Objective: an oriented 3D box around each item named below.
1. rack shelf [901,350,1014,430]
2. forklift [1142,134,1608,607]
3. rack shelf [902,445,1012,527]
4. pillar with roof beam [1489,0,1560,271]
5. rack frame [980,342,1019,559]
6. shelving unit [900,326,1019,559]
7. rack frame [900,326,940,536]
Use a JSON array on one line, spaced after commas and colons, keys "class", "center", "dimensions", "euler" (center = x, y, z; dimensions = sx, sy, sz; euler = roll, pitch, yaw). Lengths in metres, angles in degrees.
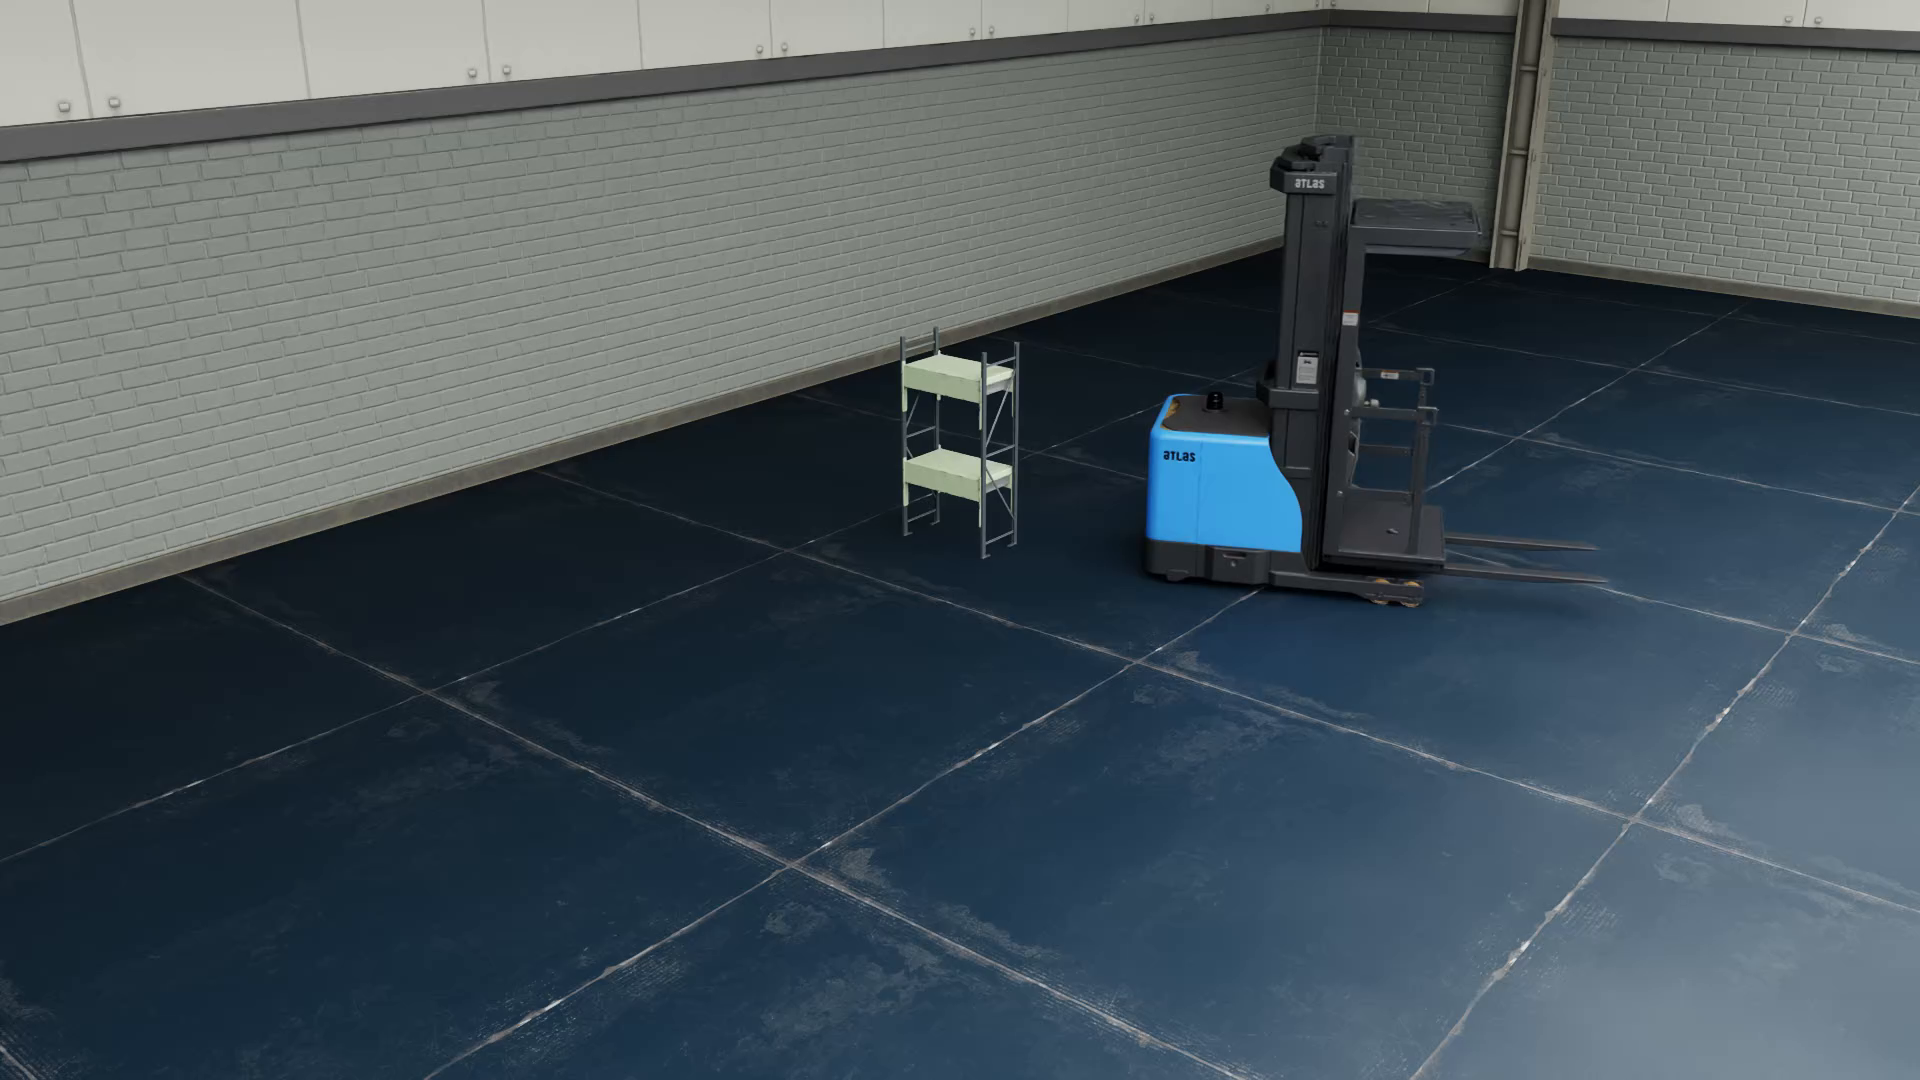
[{"class": "rack shelf", "center": [-0.005, -1.068, 11.770], "dimensions": [0.720, 0.370, 0.431], "euler": [16, 26, 36]}, {"class": "forklift", "center": [2.827, -1.135, 11.023], "dimensions": [3.031, 2.935, 1.130], "euler": [5, 21, 13]}, {"class": "rack shelf", "center": [-0.005, -0.398, 12.023], "dimensions": [0.720, 0.370, 0.431], "euler": [16, 26, 36]}, {"class": "pillar with roof beam", "center": [4.371, -6.558, 16.806], "dimensions": [0.400, 9.000, 9.100], "euler": [16, 26, 36]}, {"class": "rack frame", "center": [0.278, -0.622, 11.691], "dimensions": [0.023, 1.500, 0.400], "euler": [16, 26, 36]}, {"class": "shelving unit", "center": [-0.005, -0.703, 11.907], "dimensions": [0.755, 1.500, 0.431], "euler": [16, 26, 36]}, {"class": "rack frame", "center": [-0.289, -0.785, 12.124], "dimensions": [0.023, 1.500, 0.400], "euler": [16, 26, 36]}]
